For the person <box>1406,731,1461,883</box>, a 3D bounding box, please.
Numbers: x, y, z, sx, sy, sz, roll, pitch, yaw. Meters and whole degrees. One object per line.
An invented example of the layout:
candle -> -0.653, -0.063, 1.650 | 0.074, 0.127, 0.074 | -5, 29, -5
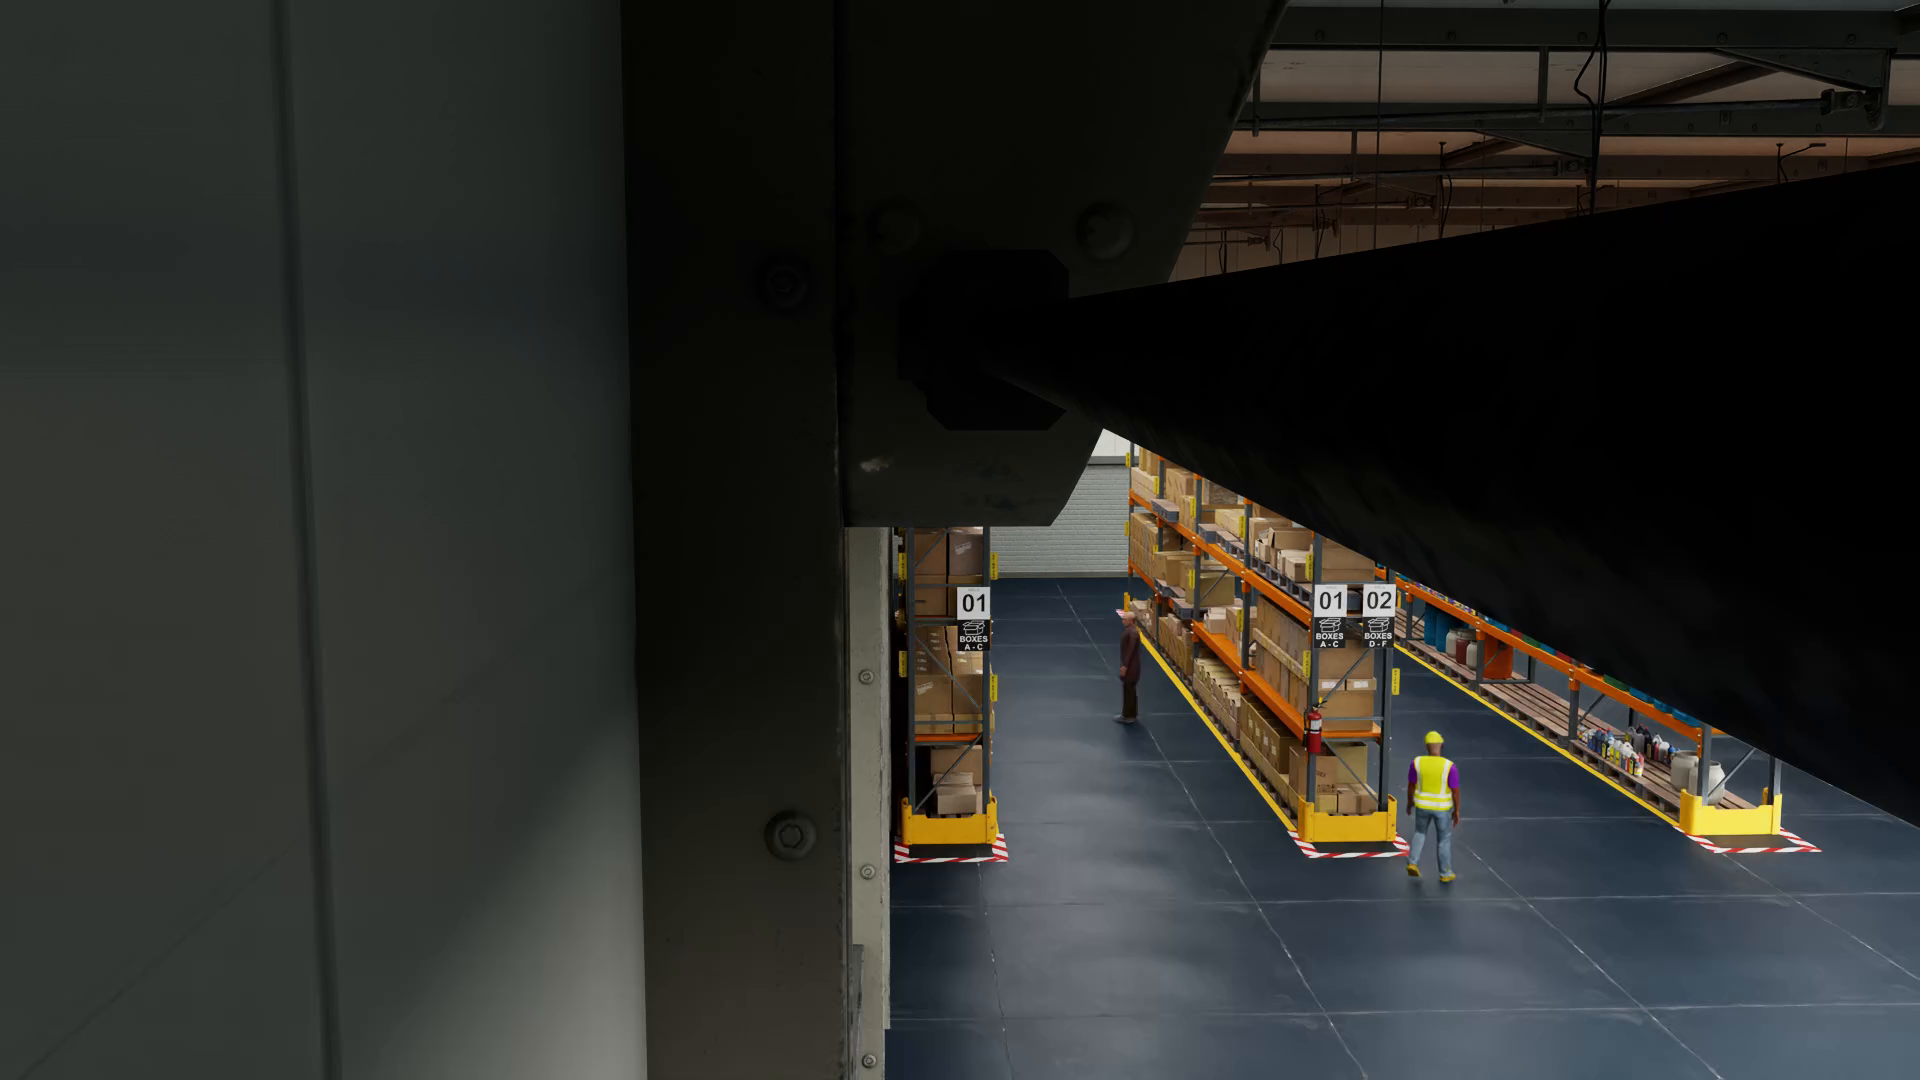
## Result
person -> 5.412, 3.044, 18.994 | 0.630, 1.776, 0.606 | 4, 8, 30

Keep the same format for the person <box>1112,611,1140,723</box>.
person -> 2.665, 2.031, 26.669 | 0.428, 1.790, 0.602 | 0, 7, 0
